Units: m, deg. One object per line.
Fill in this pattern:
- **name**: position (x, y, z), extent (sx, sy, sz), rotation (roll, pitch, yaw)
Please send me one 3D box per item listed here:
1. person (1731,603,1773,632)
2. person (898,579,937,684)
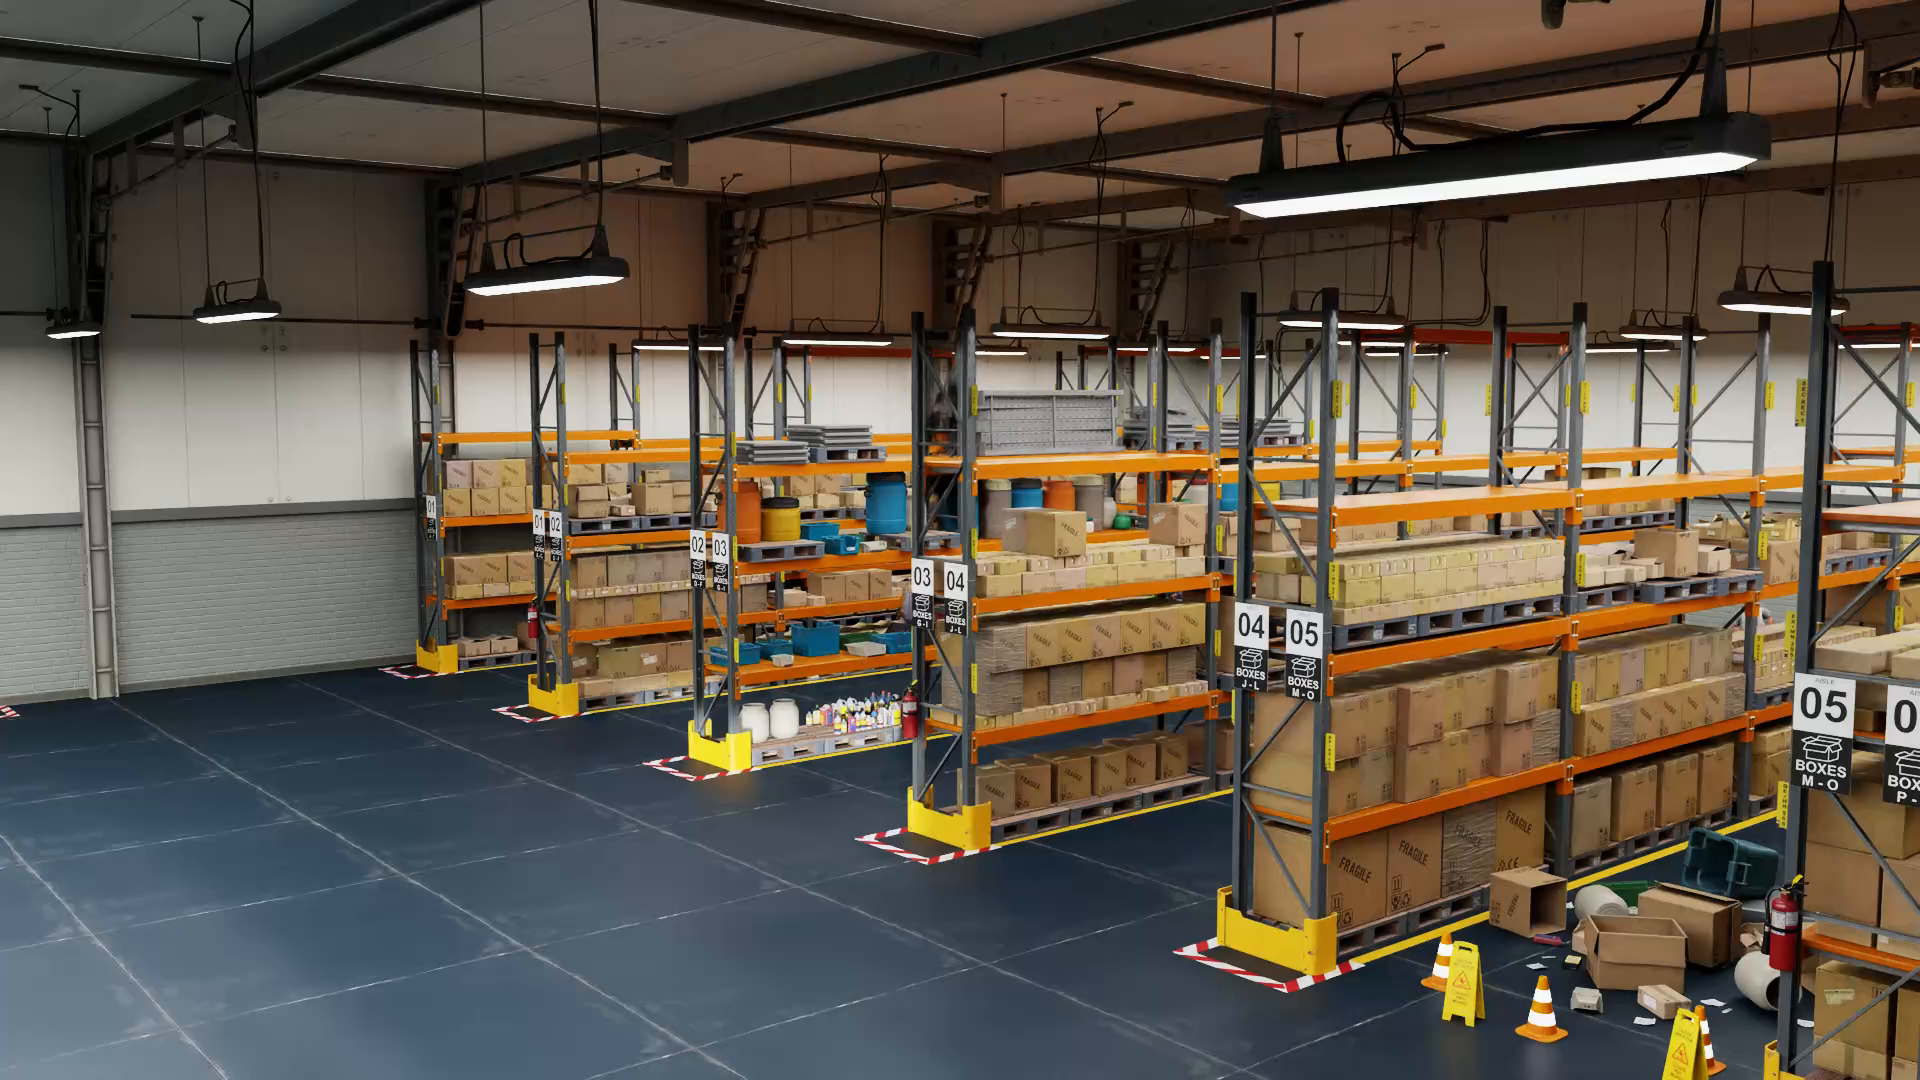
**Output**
- **person**: position (13.242, 1.738, 27.756), extent (0.718, 1.778, 0.664), rotation (2, 6, 24)
- **person**: position (-0.754, 1.524, 27.838), extent (0.692, 1.773, 0.613), rotation (-5, 7, -43)
